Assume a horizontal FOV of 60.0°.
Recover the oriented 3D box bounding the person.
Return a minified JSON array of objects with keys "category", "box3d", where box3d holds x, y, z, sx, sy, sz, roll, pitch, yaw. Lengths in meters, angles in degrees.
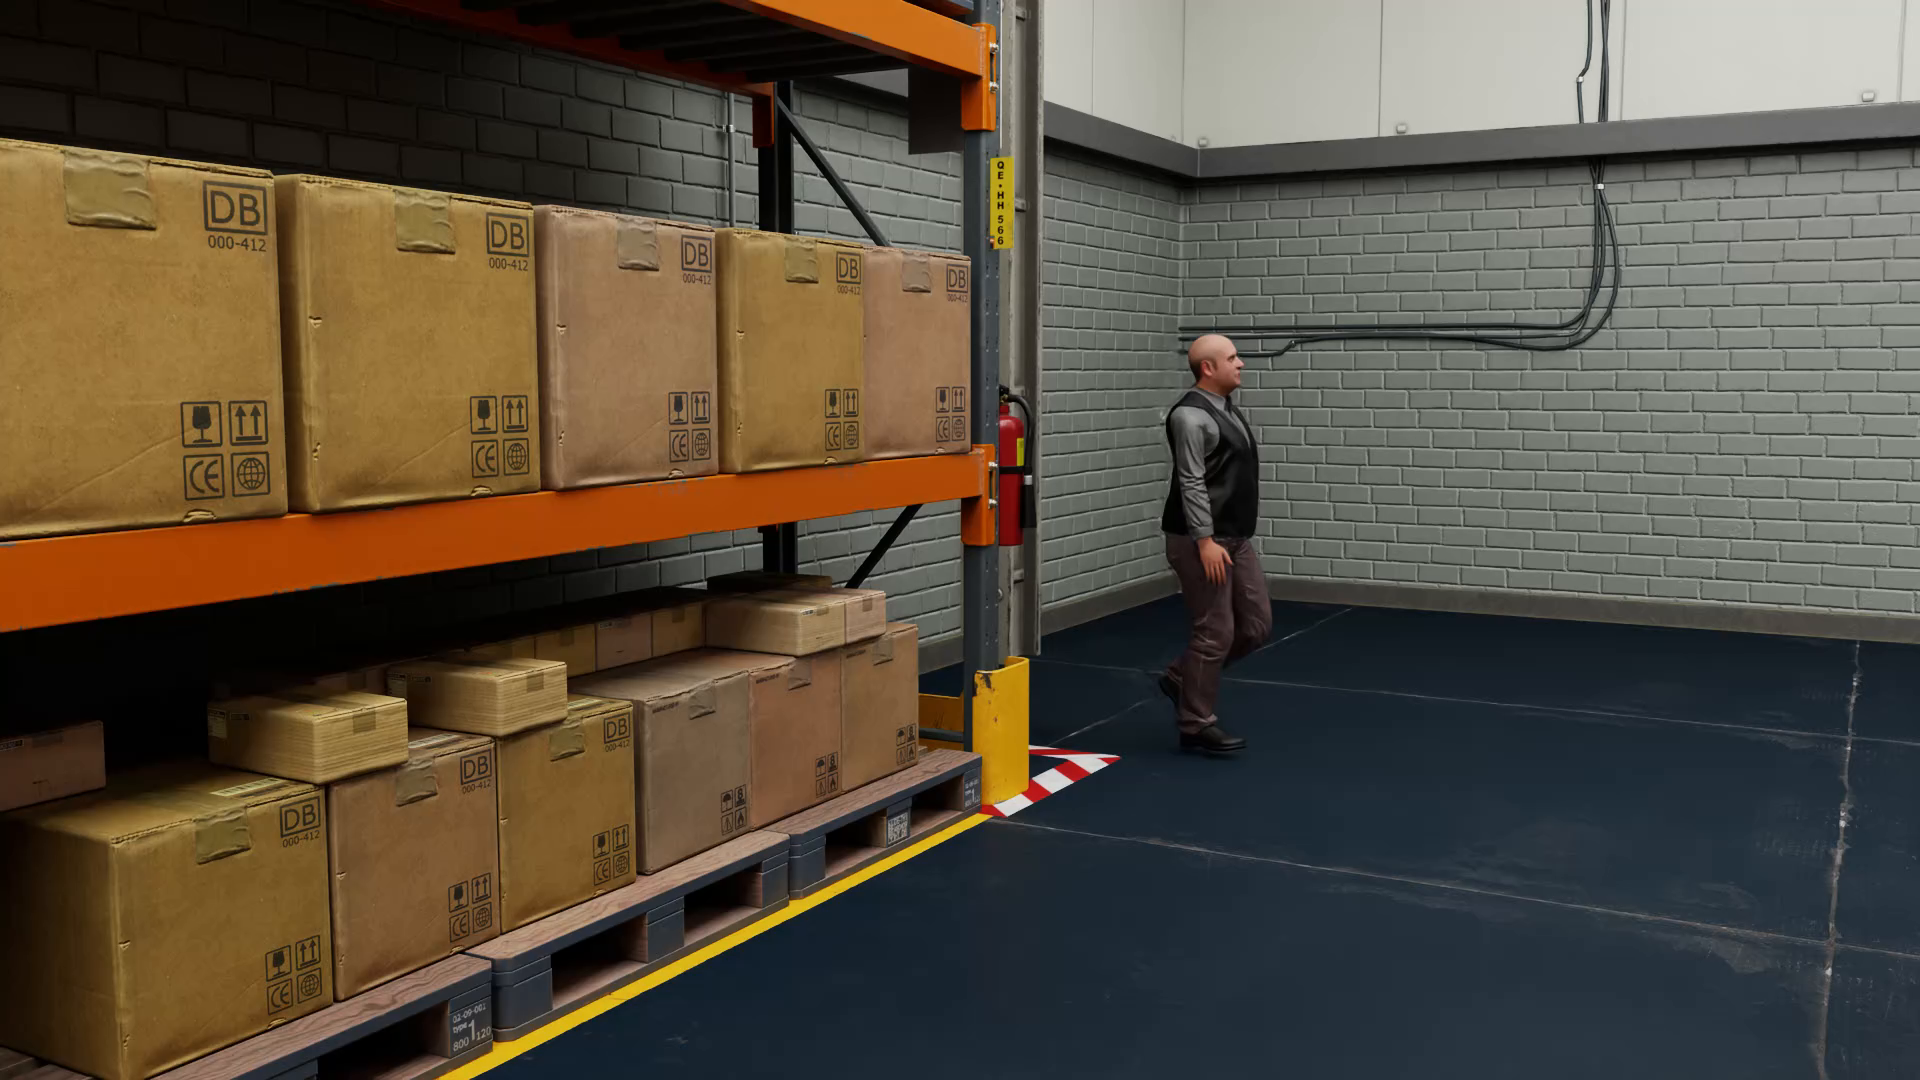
[{"category":"person","box3d":[1.020,0.008,6.917,0.485,1.712,0.546,3,7,30]}]
